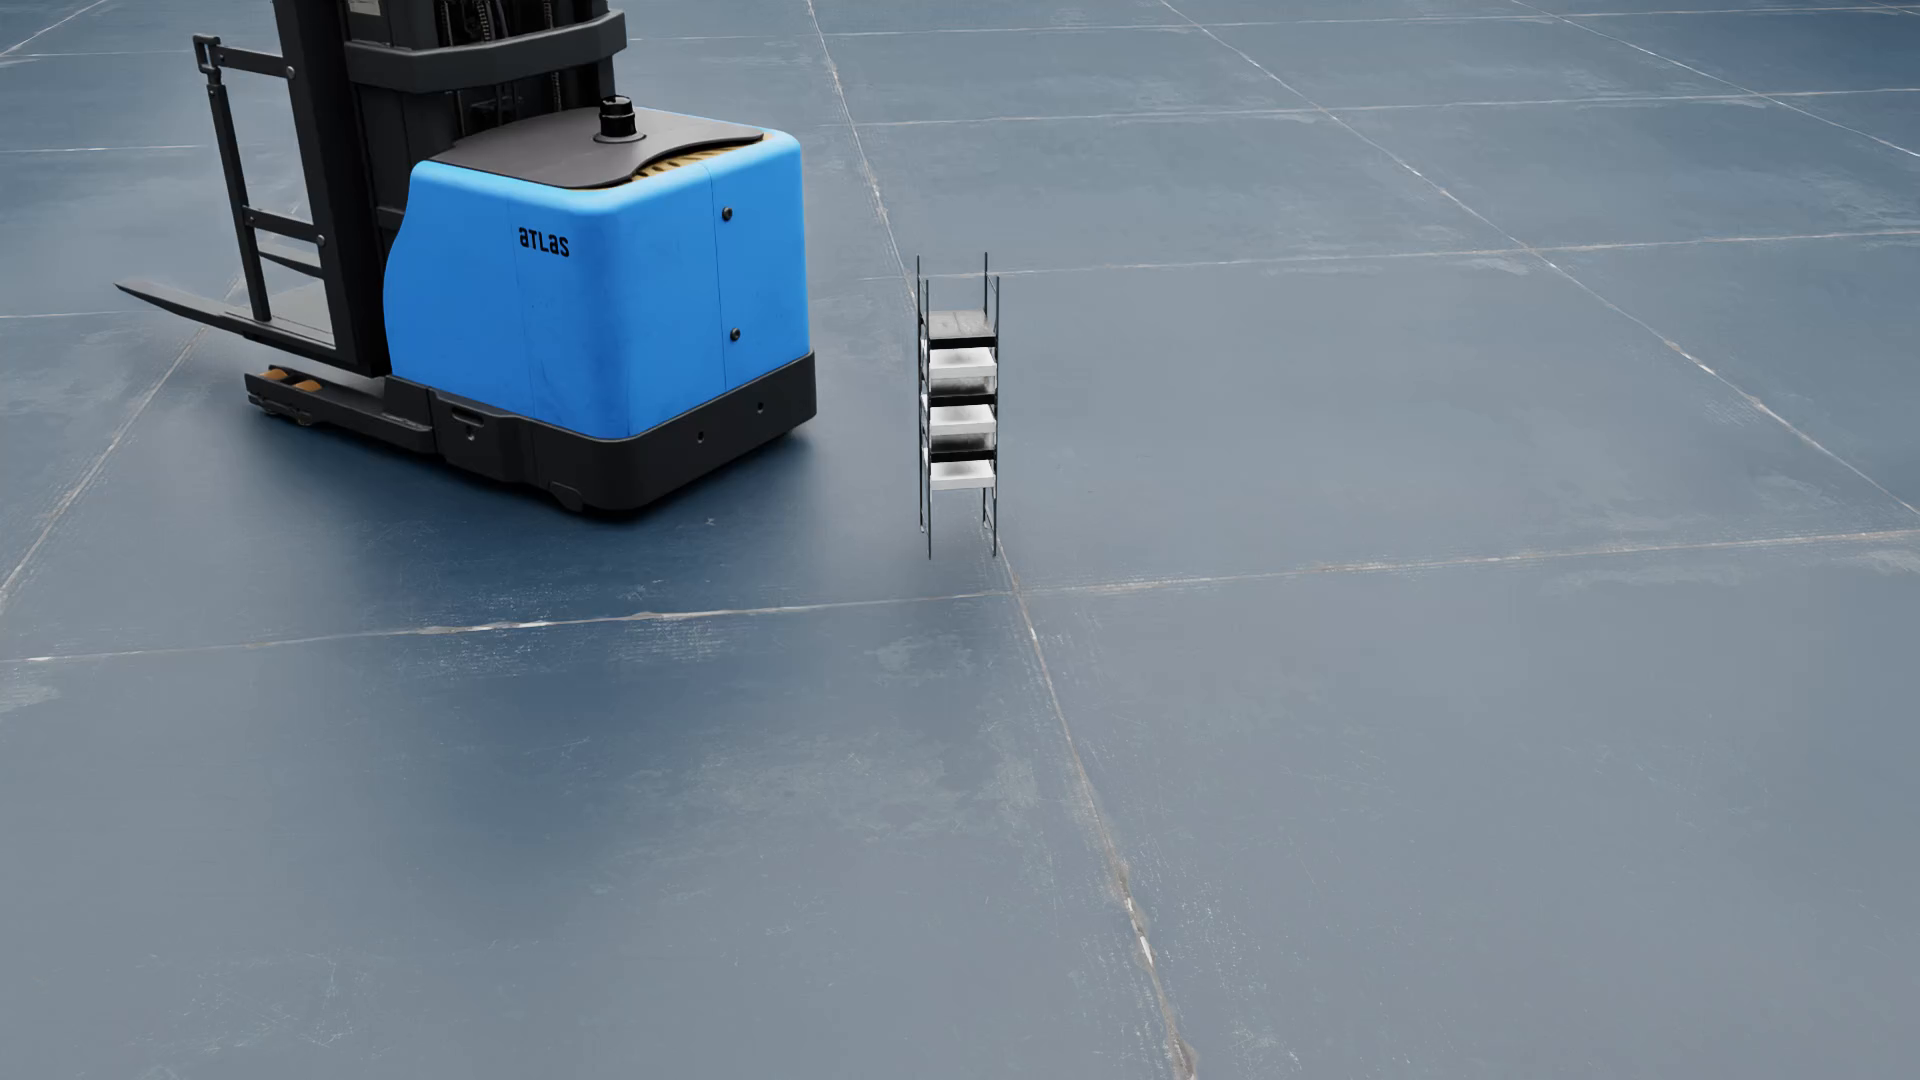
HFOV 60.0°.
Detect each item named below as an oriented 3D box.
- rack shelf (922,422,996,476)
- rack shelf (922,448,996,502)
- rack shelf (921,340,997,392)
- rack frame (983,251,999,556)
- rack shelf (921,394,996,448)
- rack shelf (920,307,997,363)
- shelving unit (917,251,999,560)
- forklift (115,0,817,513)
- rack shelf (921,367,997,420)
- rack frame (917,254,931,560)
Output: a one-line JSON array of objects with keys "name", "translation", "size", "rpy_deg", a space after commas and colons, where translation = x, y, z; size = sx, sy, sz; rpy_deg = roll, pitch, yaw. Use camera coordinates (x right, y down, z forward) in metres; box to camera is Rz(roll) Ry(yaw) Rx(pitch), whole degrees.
[{"name": "rack shelf", "translation": [-0.008, -0.290, 5.100], "size": [0.200, 0.077, 0.258], "rpy_deg": [-4, 27, -7]}, {"name": "rack shelf", "translation": [-0.008, -0.210, 5.141], "size": [0.200, 0.077, 0.258], "rpy_deg": [-4, 27, -7]}, {"name": "rack shelf", "translation": [-0.008, -0.530, 4.977], "size": [0.200, 0.077, 0.258], "rpy_deg": [-4, 27, -7]}, {"name": "rack frame", "translation": [0.093, -0.406, 5.056], "size": [0.006, 0.900, 0.240], "rpy_deg": [-4, 27, -7]}, {"name": "rack shelf", "translation": [-0.008, -0.370, 5.059], "size": [0.200, 0.077, 0.258], "rpy_deg": [-4, 27, -7]}, {"name": "rack shelf", "translation": [-0.008, -0.610, 4.936], "size": [0.200, 0.077, 0.258], "rpy_deg": [-4, 27, -7]}, {"name": "shelving unit", "translation": [-0.008, -0.400, 5.044], "size": [0.210, 0.900, 0.258], "rpy_deg": [-4, 27, -7]}, {"name": "forklift", "translation": [-2.023, -1.899, 5.740], "size": [3.031, 2.935, 1.130], "rpy_deg": [17, 32, 30]}, {"name": "rack shelf", "translation": [-0.008, -0.450, 5.018], "size": [0.200, 0.077, 0.258], "rpy_deg": [-4, 27, -7]}, {"name": "rack frame", "translation": [-0.109, -0.393, 5.031], "size": [0.006, 0.900, 0.240], "rpy_deg": [-4, 27, -7]}]
